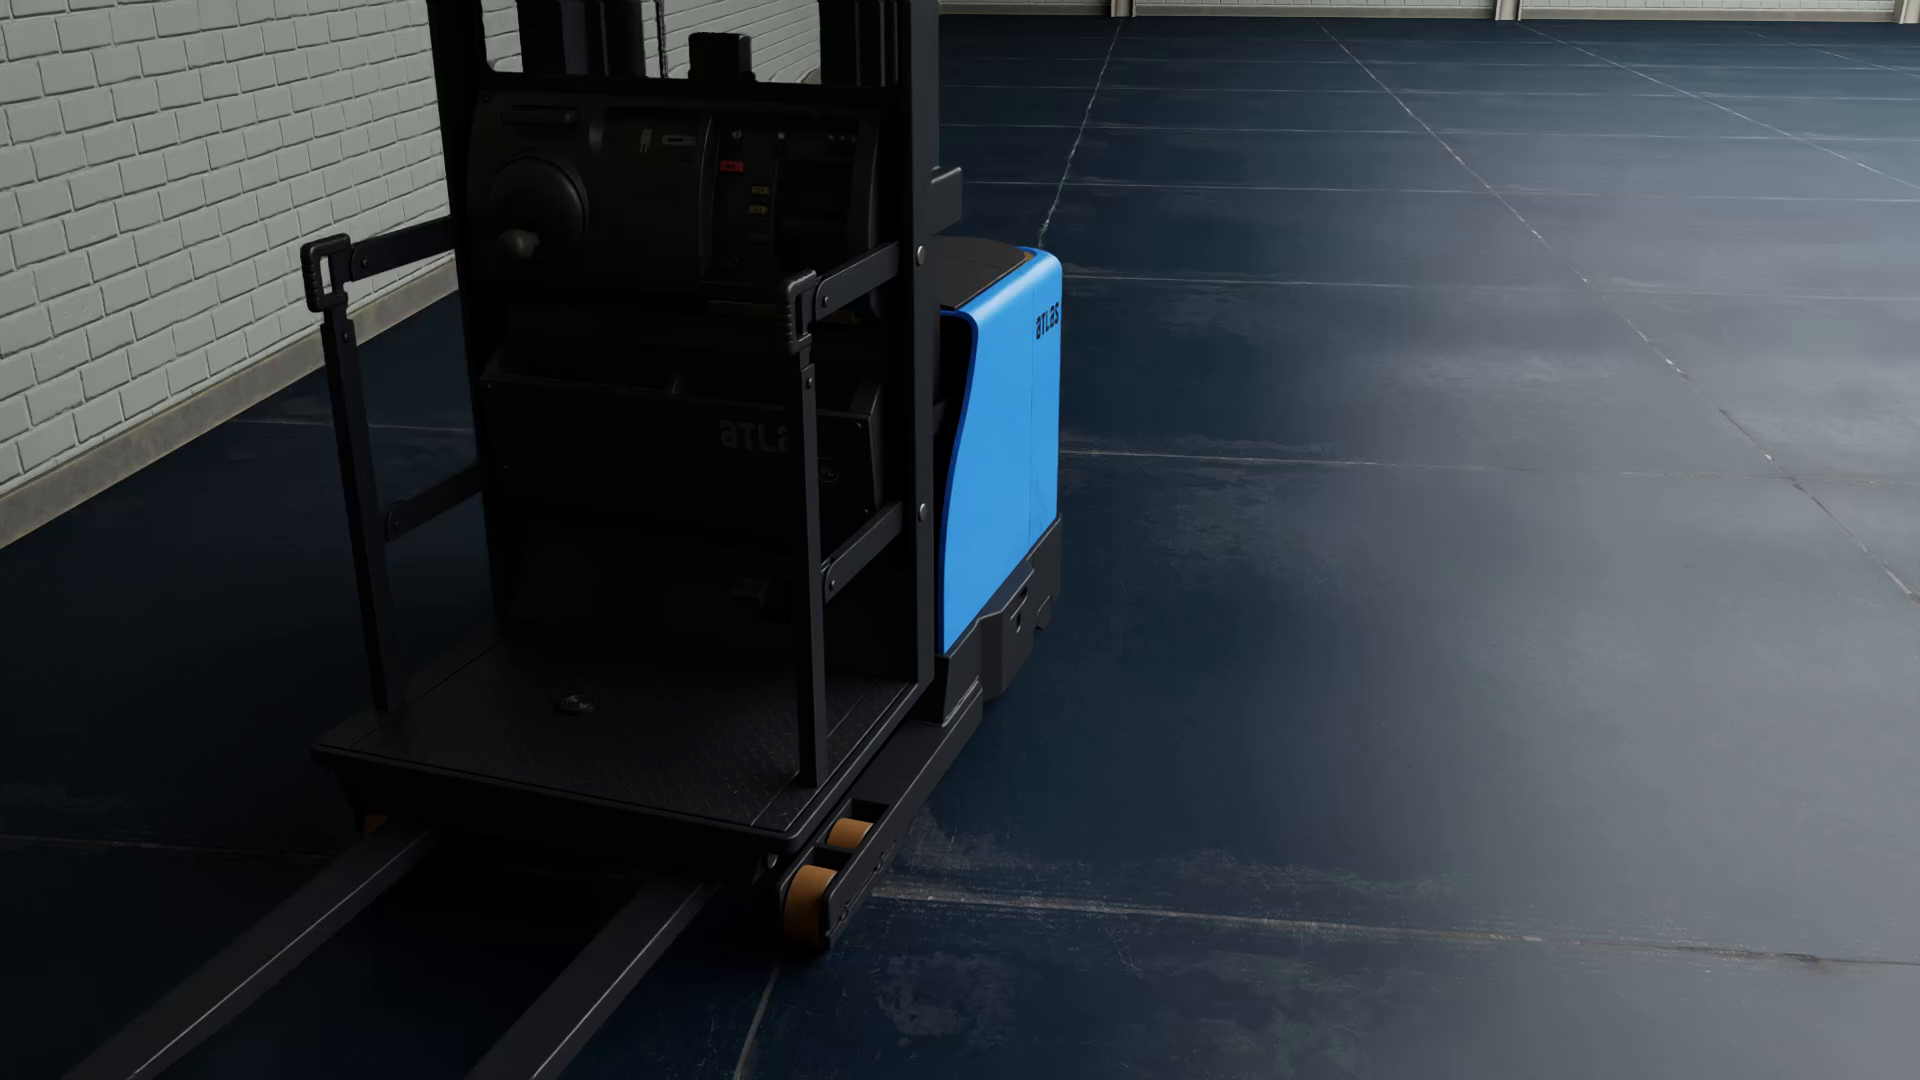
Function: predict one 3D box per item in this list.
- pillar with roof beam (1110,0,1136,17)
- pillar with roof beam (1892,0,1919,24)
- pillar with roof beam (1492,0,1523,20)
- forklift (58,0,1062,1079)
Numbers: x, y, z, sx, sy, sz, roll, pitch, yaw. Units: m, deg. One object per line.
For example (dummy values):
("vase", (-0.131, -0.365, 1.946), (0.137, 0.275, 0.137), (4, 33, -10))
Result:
("pillar with roof beam", (2.124, -11.062, 21.179), (0.400, 9.000, 9.100), (2, 22, 6))
("pillar with roof beam", (14.041, -10.542, 19.866), (0.400, 9.000, 9.100), (2, 22, 6))
("pillar with roof beam", (8.083, -10.802, 20.523), (0.400, 9.000, 9.100), (2, 22, 6))
("forklift", (-0.668, -0.707, 3.241), (1.130, 2.935, 3.031), (7, 23, 18))
